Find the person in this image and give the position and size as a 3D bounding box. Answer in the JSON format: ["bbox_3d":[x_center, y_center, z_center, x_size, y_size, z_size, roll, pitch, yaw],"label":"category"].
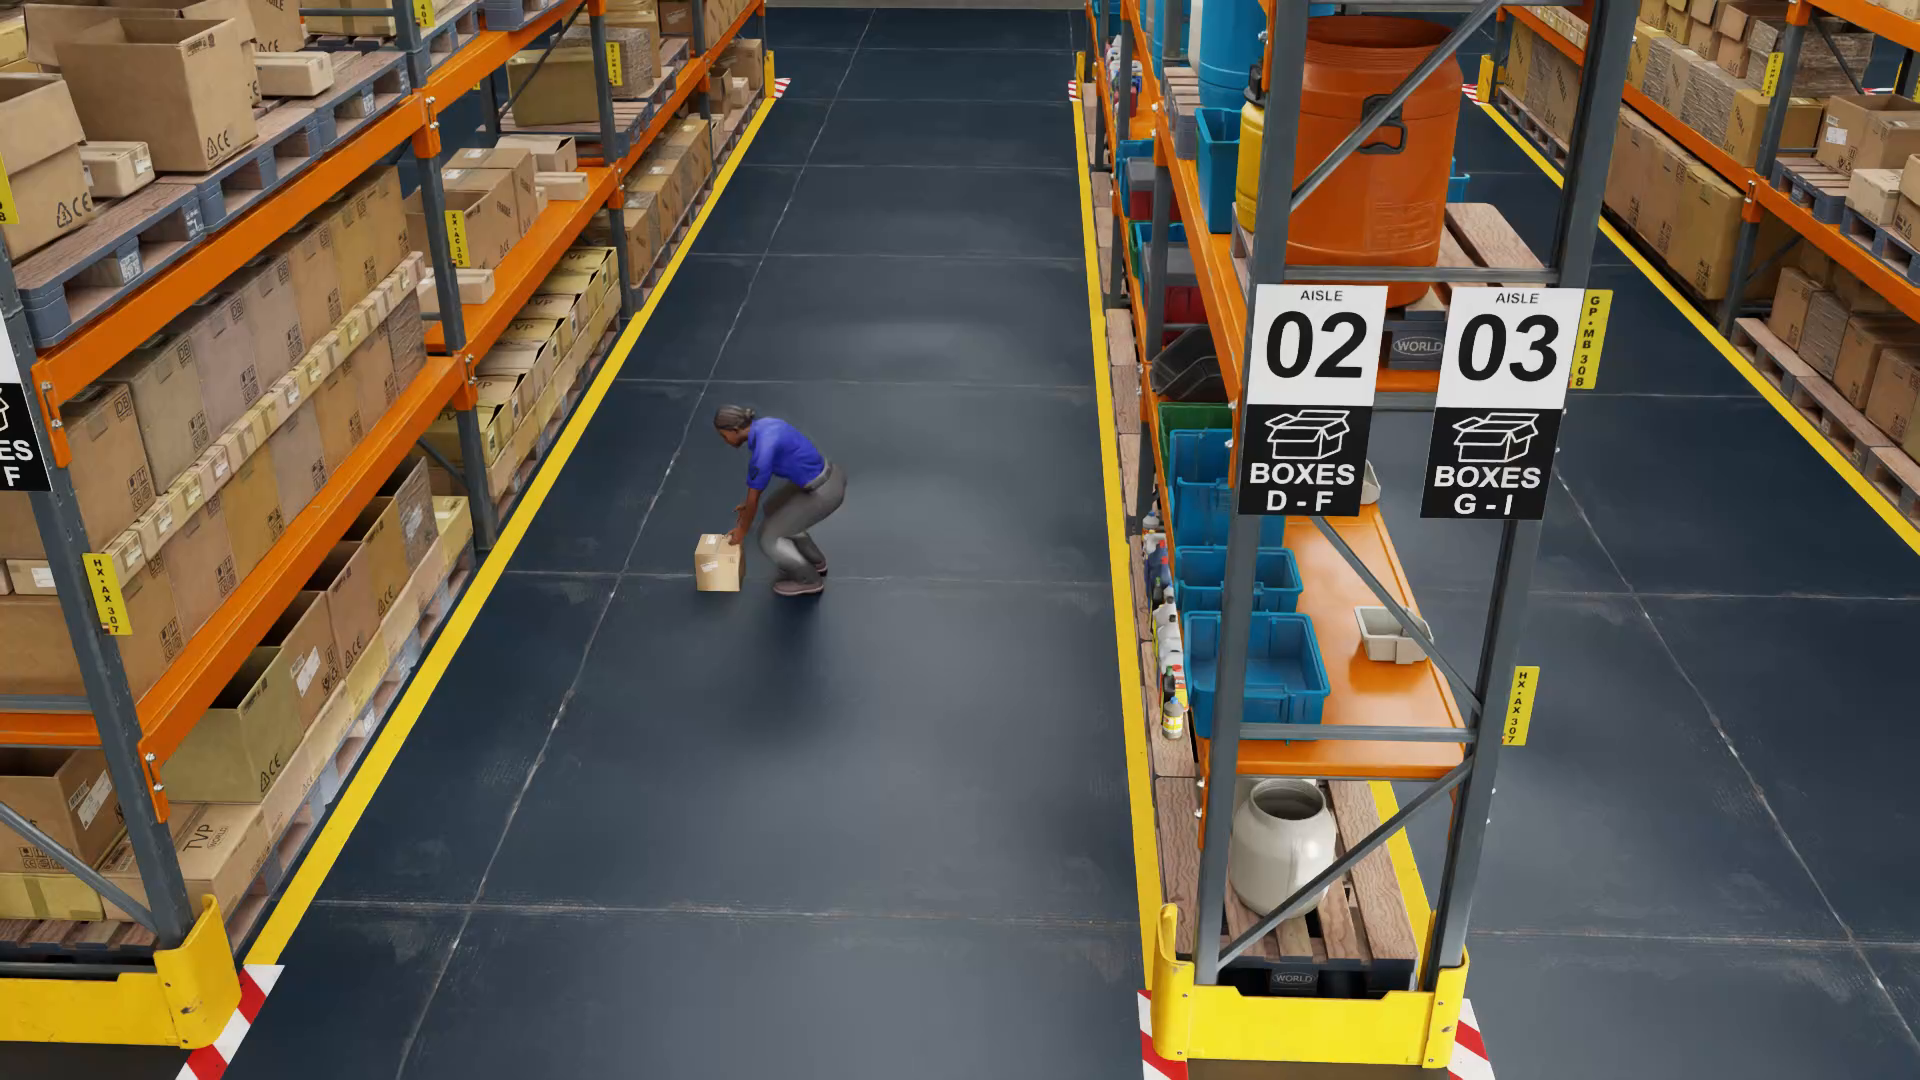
[{"bbox_3d":[-1.023,-0.247,9.624,0.731,1.162,0.501,1,28,2],"label":"person"}]
